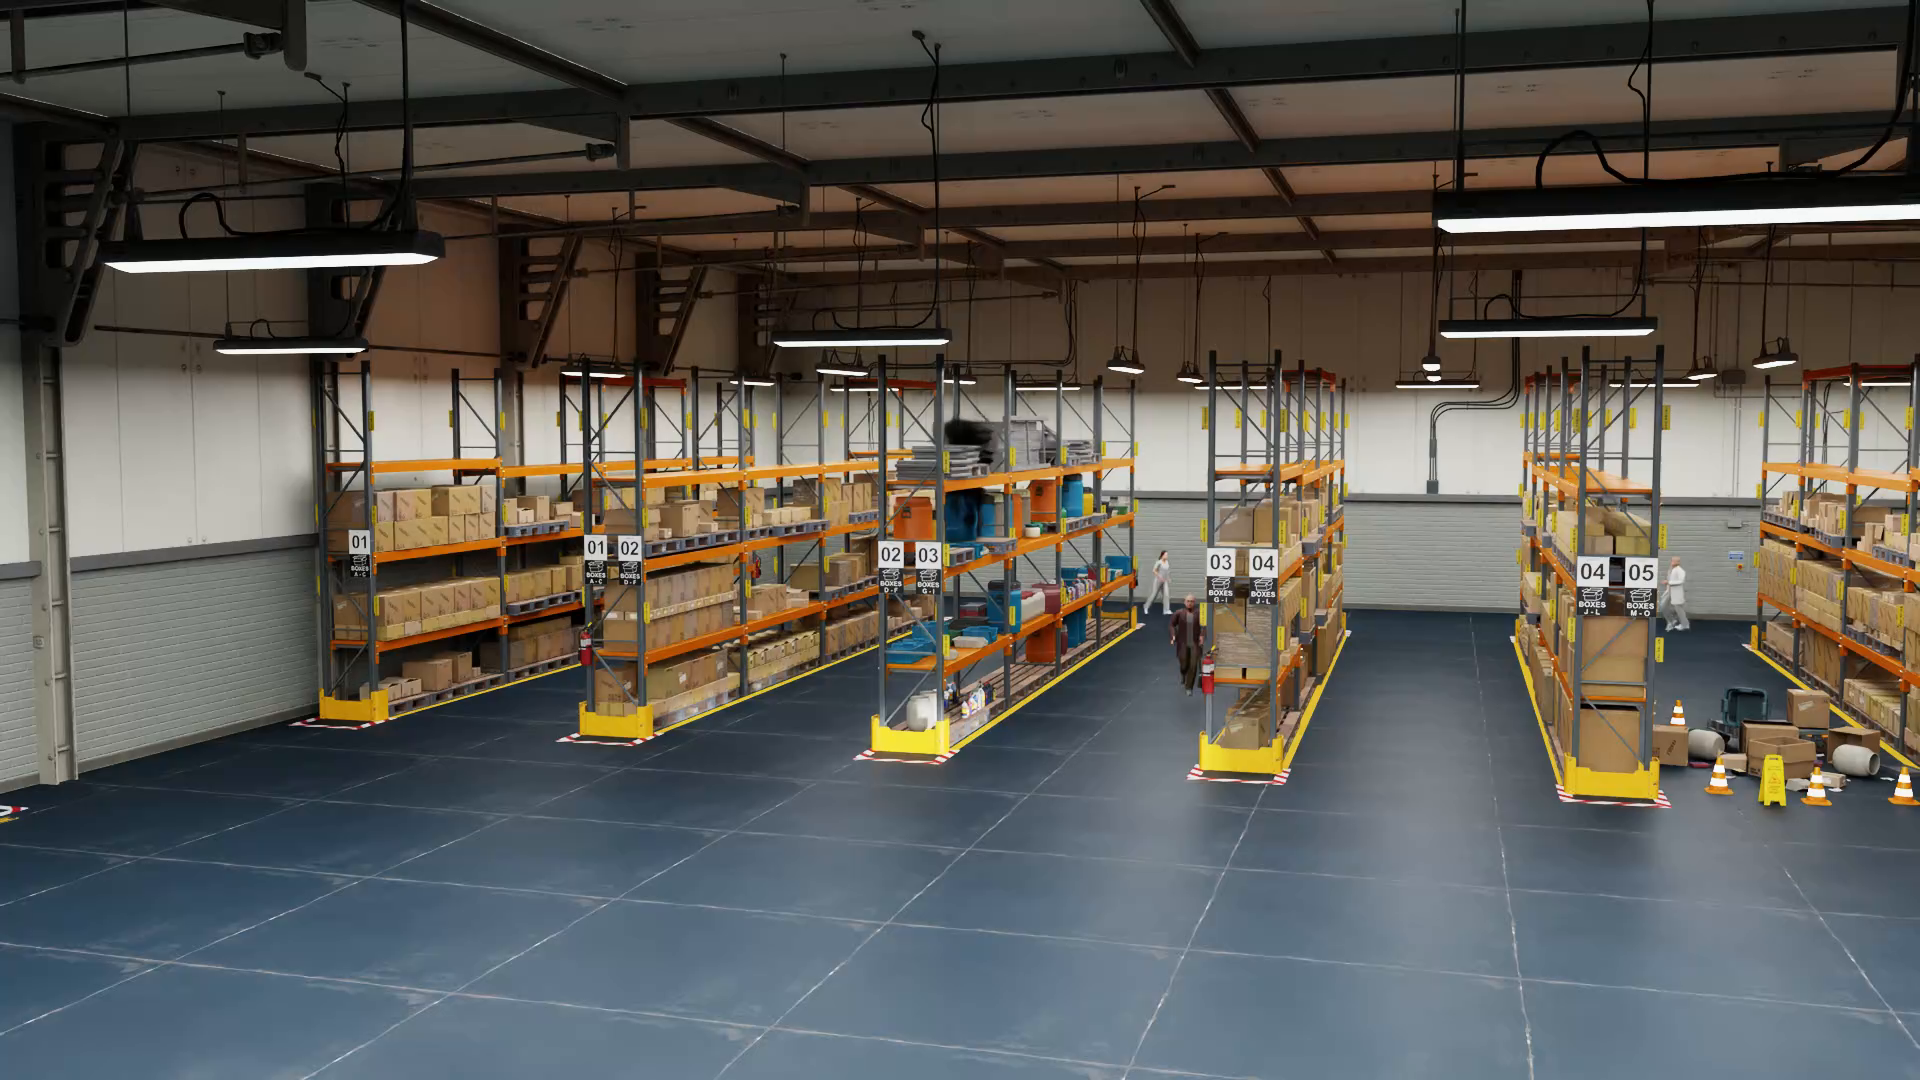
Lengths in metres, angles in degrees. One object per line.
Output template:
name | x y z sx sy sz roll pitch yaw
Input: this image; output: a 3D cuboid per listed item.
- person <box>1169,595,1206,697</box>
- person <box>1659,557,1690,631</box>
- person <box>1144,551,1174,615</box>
person | 3.994 1.811 28.888 0.727 1.734 0.721 0 4 4
person | 17.021 1.295 39.573 0.776 1.808 0.683 0 4 -6
person | 5.191 1.091 42.662 0.598 1.649 0.972 -3 5 -35
